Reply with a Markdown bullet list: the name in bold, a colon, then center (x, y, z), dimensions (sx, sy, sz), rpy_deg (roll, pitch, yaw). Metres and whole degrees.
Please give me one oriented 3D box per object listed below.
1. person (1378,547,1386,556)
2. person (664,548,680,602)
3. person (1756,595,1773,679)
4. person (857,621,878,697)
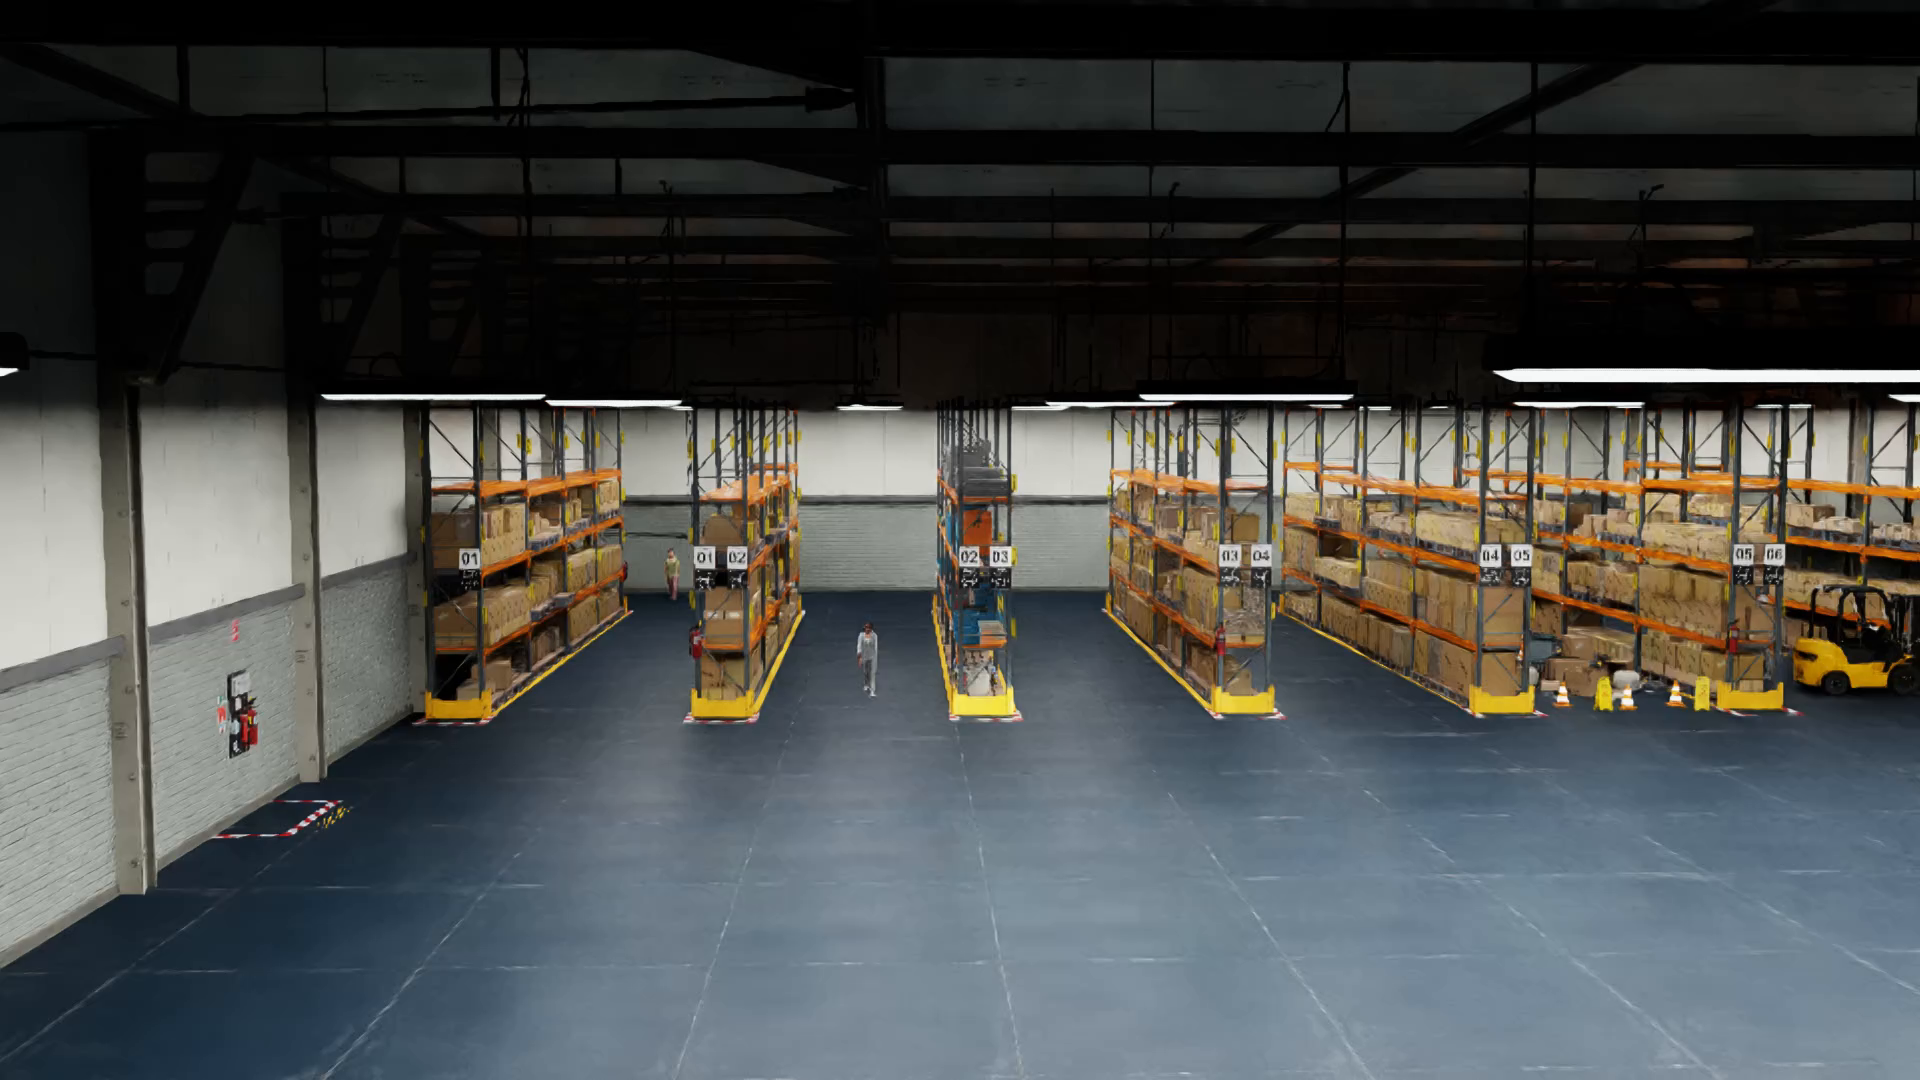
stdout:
- **person**: center (12.268, 1.099, 48.410), dimensions (0.681, 1.774, 0.699), rpy_deg (-2, 5, -25)
- **person**: center (-8.697, 1.044, 50.107), dimensions (0.448, 1.590, 1.110), rpy_deg (0, 4, 0)
- **person**: center (17.199, 2.057, 35.722), dimensions (0.583, 1.782, 0.665), rpy_deg (2, 5, 28)
- **person**: center (-1.863, 2.364, 33.494), dimensions (0.417, 1.517, 1.036), rpy_deg (0, 4, 1)
